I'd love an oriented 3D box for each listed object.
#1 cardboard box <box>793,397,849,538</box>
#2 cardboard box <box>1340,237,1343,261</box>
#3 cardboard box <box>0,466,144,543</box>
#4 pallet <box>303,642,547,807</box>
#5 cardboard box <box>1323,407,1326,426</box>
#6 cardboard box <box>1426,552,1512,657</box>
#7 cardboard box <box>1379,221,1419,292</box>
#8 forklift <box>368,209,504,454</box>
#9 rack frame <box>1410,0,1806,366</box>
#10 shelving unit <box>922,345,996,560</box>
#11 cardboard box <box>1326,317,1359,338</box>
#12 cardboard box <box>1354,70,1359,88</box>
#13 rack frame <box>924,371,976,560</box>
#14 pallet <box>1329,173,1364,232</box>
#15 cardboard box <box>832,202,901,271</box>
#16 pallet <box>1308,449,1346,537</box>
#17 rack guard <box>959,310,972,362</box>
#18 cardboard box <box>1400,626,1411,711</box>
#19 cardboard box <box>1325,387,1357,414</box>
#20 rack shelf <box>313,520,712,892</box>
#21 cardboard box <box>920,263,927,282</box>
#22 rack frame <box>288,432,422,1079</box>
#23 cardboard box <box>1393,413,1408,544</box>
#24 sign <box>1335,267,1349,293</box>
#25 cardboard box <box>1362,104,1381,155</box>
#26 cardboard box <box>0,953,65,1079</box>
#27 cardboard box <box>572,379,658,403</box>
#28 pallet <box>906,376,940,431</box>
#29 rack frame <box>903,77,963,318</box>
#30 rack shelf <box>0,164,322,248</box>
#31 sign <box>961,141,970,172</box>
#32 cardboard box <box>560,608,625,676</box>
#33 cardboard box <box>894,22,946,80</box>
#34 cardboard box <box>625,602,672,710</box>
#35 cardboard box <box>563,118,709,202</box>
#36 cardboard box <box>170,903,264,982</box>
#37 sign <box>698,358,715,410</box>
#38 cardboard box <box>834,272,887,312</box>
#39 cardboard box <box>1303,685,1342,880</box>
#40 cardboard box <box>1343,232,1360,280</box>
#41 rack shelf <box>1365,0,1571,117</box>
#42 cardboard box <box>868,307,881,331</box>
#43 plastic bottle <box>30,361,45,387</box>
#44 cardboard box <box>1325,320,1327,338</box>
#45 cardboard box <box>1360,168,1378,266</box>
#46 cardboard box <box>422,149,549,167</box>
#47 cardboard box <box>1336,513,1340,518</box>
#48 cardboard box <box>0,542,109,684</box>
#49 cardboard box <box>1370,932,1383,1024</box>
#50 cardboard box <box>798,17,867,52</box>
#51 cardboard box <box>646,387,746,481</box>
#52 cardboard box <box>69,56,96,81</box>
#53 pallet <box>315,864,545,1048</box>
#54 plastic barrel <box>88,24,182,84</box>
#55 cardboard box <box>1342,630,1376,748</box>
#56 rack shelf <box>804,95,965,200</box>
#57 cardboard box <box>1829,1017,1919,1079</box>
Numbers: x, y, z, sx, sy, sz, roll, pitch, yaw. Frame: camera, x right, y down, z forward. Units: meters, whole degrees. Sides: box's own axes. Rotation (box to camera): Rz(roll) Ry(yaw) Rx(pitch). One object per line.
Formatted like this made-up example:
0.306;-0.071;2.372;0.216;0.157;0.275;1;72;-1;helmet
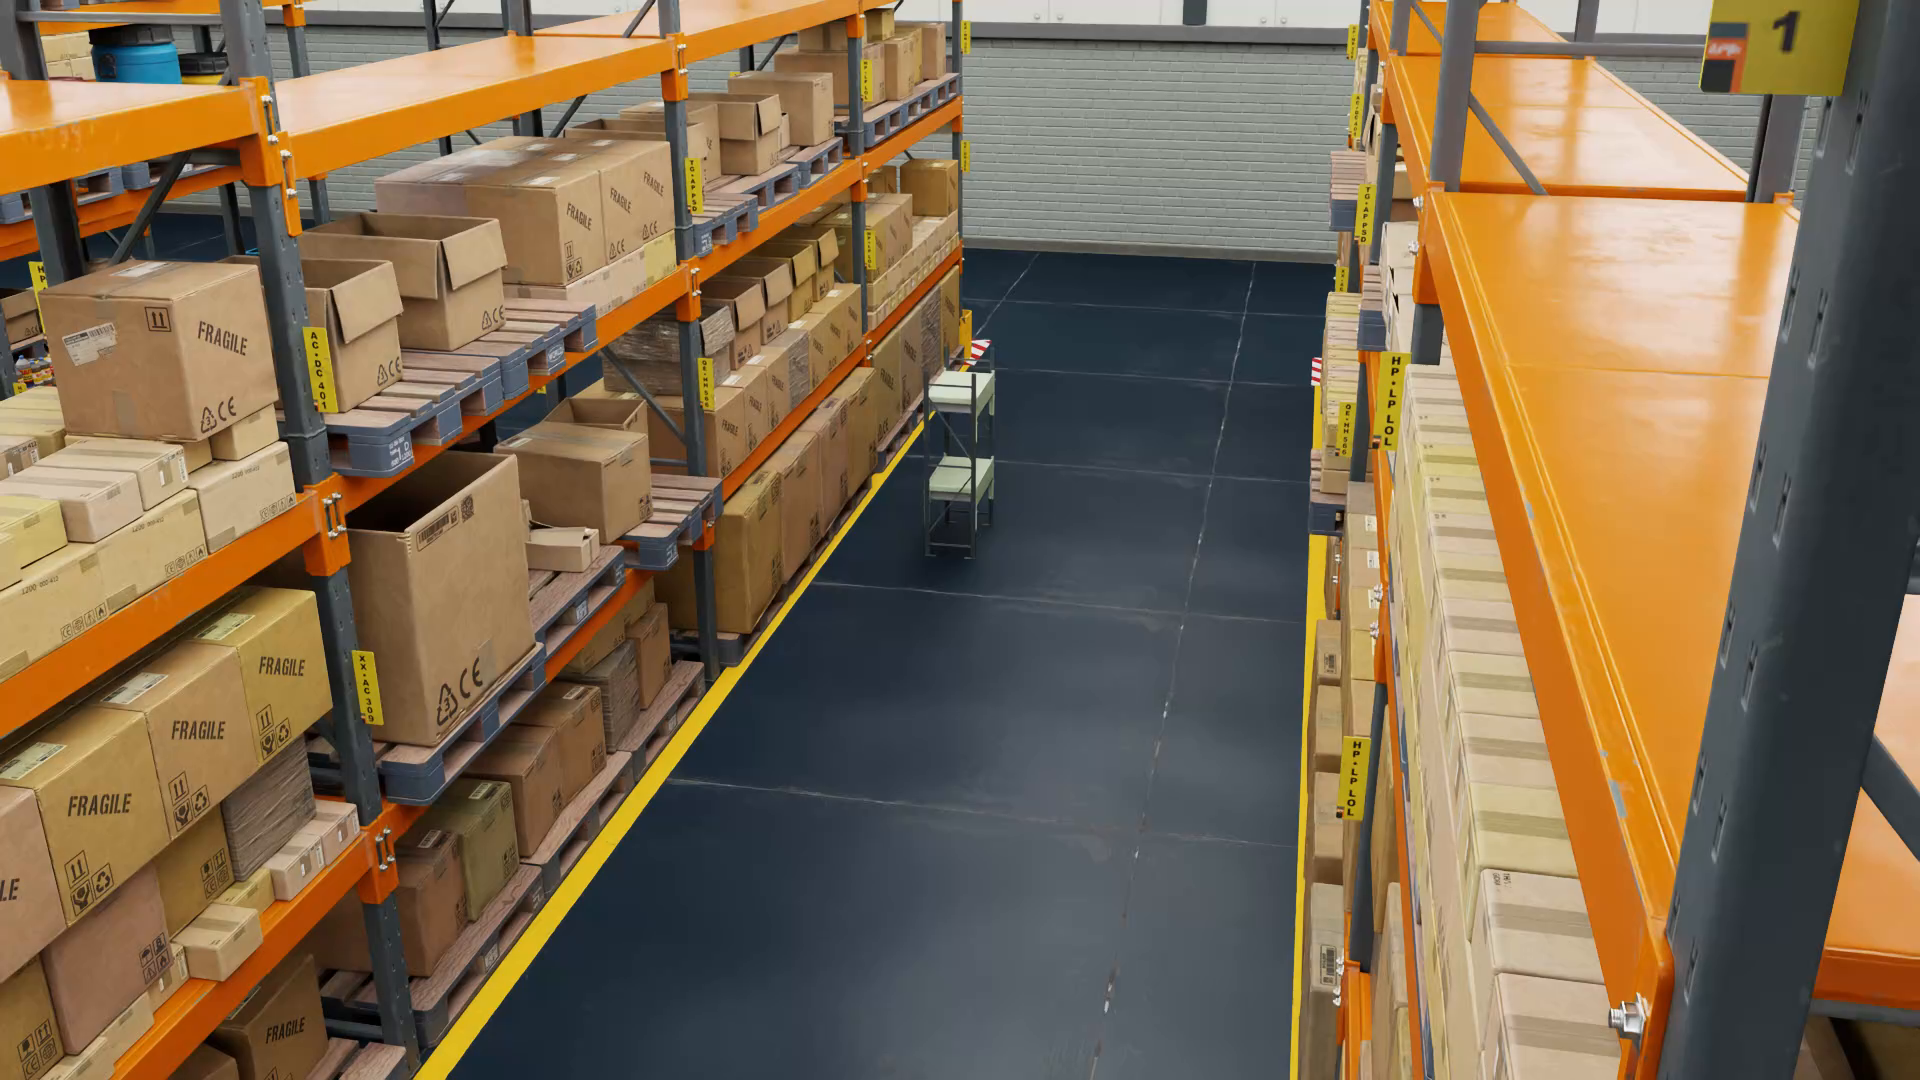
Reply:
-1.582;-0.613;13.143;1.225;0.875;0.875;4;22;9;cardboard box
3.803;-2.680;15.460;0.500;0.500;0.500;5;22;12;cardboard box
-2.847;-0.115;5.275;0.380;0.149;0.250;4;22;9;cardboard box
-2.624;0.780;7.659;1.003;0.211;1.213;4;22;11;pallet
2.540;-0.806;10.715;0.380;0.149;0.250;5;22;11;cardboard box
1.195;0.152;3.519;0.380;0.149;0.250;4;22;11;cardboard box
2.366;-1.432;8.302;0.500;0.311;0.500;4;22;11;cardboard box
-3.890;-0.618;10.964;3.031;2.935;1.130;-17;28;-36;forklift
1.913;-1.409;4.805;1.000;3.000;0.127;4;22;11;rack frame
-0.001;-0.693;13.067;0.431;1.500;0.755;4;22;11;shelving unit
2.856;-1.510;12.065;0.380;0.149;0.250;4;22;10;cardboard box
3.797;-4.053;14.917;0.500;0.250;0.500;5;22;12;cardboard box
-0.076;-0.559;12.735;0.400;1.500;0.023;4;22;11;rack frame
3.106;-2.259;11.183;1.213;0.211;1.003;4;22;11;pallet
-0.834;-2.718;14.886;0.500;0.500;0.500;4;22;11;cardboard box
2.770;-0.268;10.262;1.213;0.211;1.003;4;22;11;pallet
-0.469;-2.279;18.342;1.175;0.500;0.348;4;22;11;rack guard
1.300;0.338;4.125;0.380;0.149;0.250;4;22;10;cardboard box
2.487;-0.845;10.413;0.380;0.149;0.250;5;23;13;cardboard box
-2.514;0.561;8.907;1.077;0.370;4.000;4;22;11;rack shelf
-0.536;-2.599;16.127;0.380;0.149;0.250;5;22;12;cardboard box
-2.922;0.959;6.957;1.000;3.000;0.127;4;22;11;rack frame
1.539;-0.169;4.850;0.500;0.250;0.500;5;22;11;cardboard box
3.012;-1.992;13.125;0.100;0.325;0.005;4;22;11;sign
3.101;-2.631;11.155;0.797;0.503;0.637;4;22;10;cardboard box
-3.357;1.485;5.119;0.875;0.500;0.500;4;22;11;cardboard box
-2.248;-0.749;11.065;0.500;0.500;0.500;5;23;13;cardboard box
-0.811;-1.393;16.529;1.003;0.211;1.213;4;22;11;pallet
-0.474;-3.429;17.854;1.000;3.000;0.127;4;22;11;rack frame
-6.547;-2.670;12.917;1.077;0.370;4.000;4;22;11;rack shelf
0.055;-4.030;17.478;0.100;0.325;0.005;4;22;11;sign
-2.312;0.546;9.736;0.500;0.250;0.500;7;23;17;cardboard box
-0.527;-4.914;16.695;0.700;0.500;0.500;3;22;8;cardboard box
-2.223;0.698;10.362;0.700;0.500;0.500;3;22;8;cardboard box
-2.052;-2.366;10.498;0.797;0.503;0.637;6;23;14;cardboard box
-2.790;1.454;6.064;0.380;0.149;0.250;4;22;11;cardboard box
-1.573;-0.966;10.293;0.100;0.325;0.005;4;22;11;sign
-0.937;-2.187;14.571;0.500;0.250;0.500;4;22;10;cardboard box
2.342;1.296;8.570;1.050;0.750;0.750;5;22;12;cardboard box
3.376;-2.392;13.408;0.500;0.500;0.500;4;22;9;cardboard box
3.137;-3.084;10.463;1.077;0.370;4.000;4;22;11;rack shelf
-0.904;-1.933;14.474;0.380;0.149;0.250;5;22;11;cardboard box
-7.102;-1.273;12.765;0.097;0.201;0.097;0;22;0;plastic bottle
2.964;-1.564;12.597;0.380;0.149;0.250;4;22;10;cardboard box
2.686;-1.938;10.003;0.500;0.500;0.500;4;22;11;cardboard box
-2.561;-1.836;9.079;0.500;0.500;0.500;5;22;11;cardboard box
2.823;-0.112;11.397;0.500;0.250;0.500;5;22;12;cardboard box
-2.975;0.201;5.025;0.500;0.250;0.500;4;22;11;cardboard box
1.849;1.441;5.561;0.875;0.550;0.550;4;22;11;cardboard box
-1.092;-4.337;14.258;0.500;0.250;0.500;3;22;7;cardboard box
-1.740;-0.707;10.960;0.500;0.500;0.500;5;22;12;cardboard box
-10.017;-5.300;18.683;0.500;0.250;0.500;4;22;11;cardboard box
-2.765;1.968;8.185;1.003;0.211;1.213;4;22;11;pallet
-6.337;-3.527;12.848;0.600;0.901;0.708;4;22;11;plastic barrel
1.964;0.747;7.350;0.500;0.500;0.500;5;22;11;cardboard box
-0.882;-3.756;15.612;1.077;0.370;4.000;4;22;11;rack shelf
1.549;0.793;2.460;0.500;0.250;0.500;4;22;10;cardboard box
